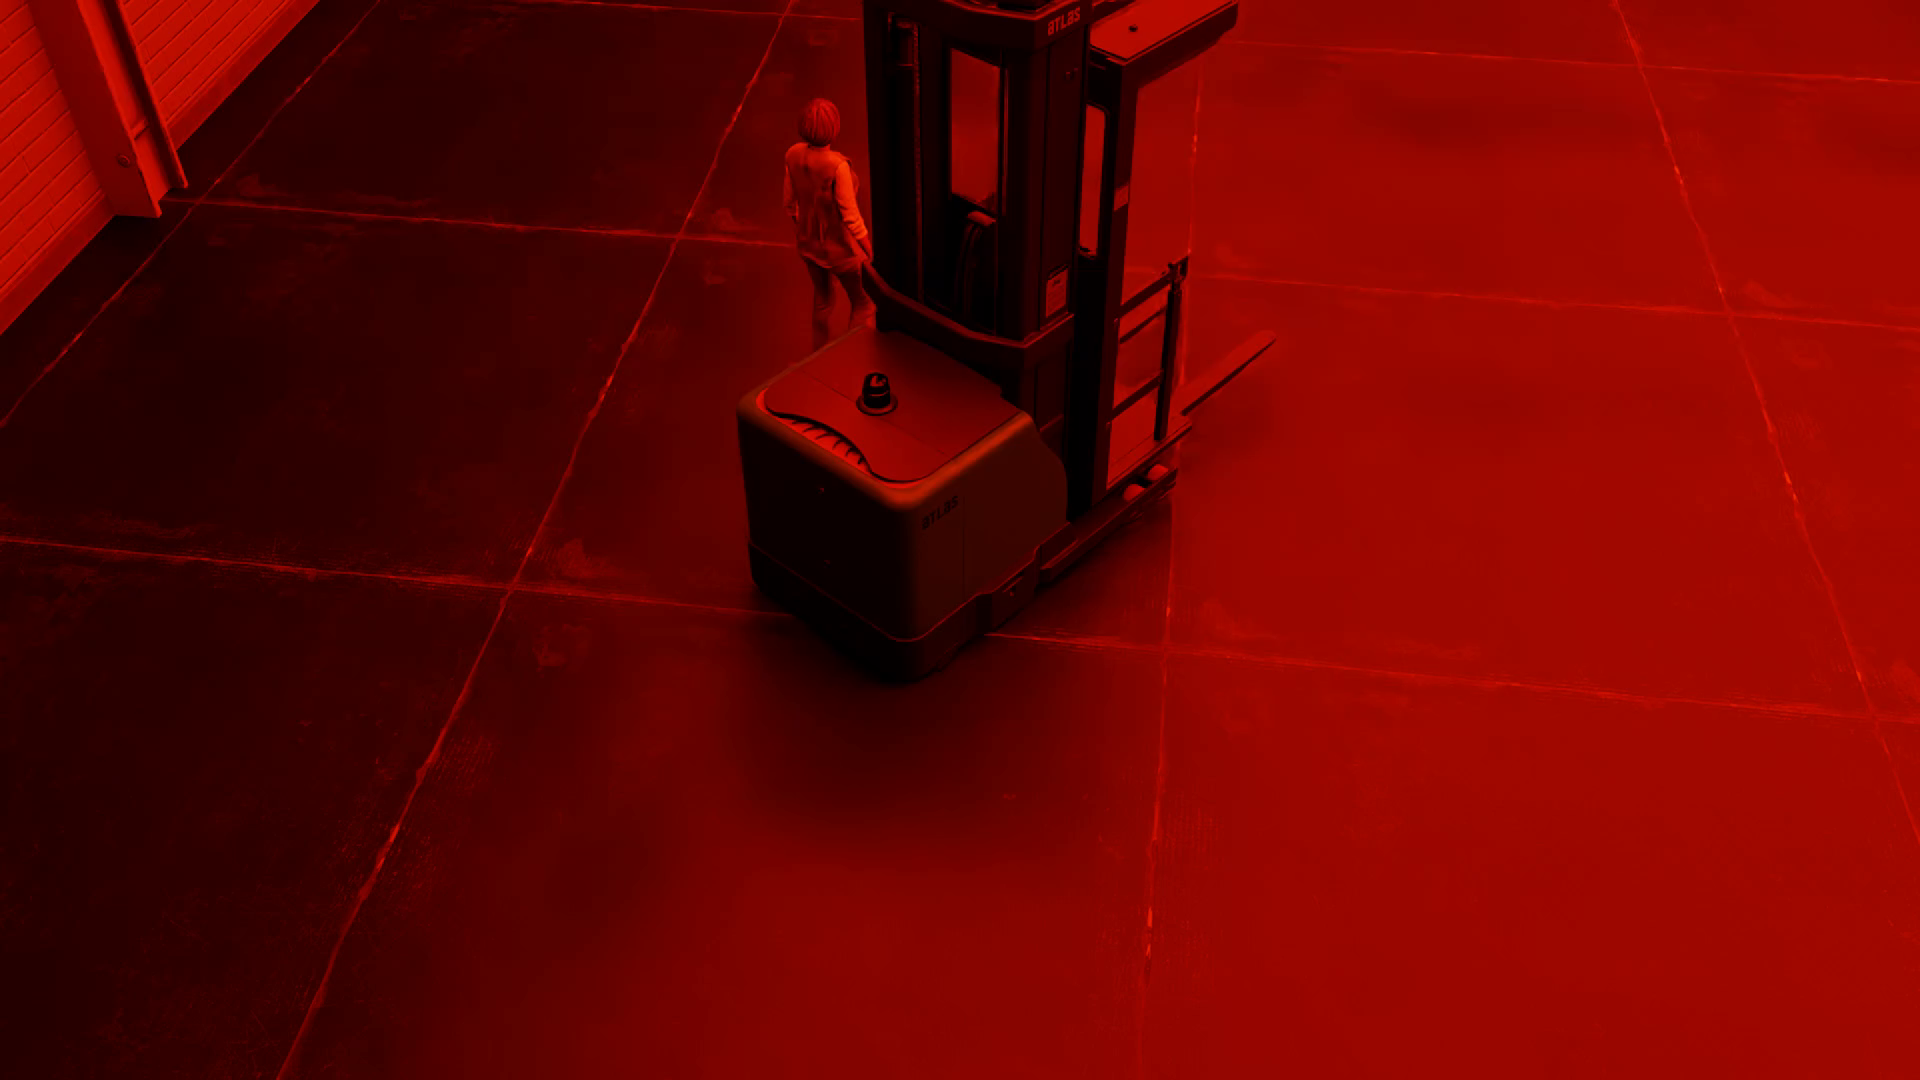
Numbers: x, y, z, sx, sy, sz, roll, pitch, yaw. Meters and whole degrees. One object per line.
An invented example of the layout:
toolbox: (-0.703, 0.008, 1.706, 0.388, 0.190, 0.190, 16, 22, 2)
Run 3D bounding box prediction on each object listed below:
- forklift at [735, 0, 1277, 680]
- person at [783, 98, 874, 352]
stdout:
forklift: (0.405, -1.391, 7.238, 1.130, 2.935, 3.031, 31, 51, 30)
person: (-0.615, -1.490, 8.331, 0.530, 1.600, 0.401, 26, 48, 25)
